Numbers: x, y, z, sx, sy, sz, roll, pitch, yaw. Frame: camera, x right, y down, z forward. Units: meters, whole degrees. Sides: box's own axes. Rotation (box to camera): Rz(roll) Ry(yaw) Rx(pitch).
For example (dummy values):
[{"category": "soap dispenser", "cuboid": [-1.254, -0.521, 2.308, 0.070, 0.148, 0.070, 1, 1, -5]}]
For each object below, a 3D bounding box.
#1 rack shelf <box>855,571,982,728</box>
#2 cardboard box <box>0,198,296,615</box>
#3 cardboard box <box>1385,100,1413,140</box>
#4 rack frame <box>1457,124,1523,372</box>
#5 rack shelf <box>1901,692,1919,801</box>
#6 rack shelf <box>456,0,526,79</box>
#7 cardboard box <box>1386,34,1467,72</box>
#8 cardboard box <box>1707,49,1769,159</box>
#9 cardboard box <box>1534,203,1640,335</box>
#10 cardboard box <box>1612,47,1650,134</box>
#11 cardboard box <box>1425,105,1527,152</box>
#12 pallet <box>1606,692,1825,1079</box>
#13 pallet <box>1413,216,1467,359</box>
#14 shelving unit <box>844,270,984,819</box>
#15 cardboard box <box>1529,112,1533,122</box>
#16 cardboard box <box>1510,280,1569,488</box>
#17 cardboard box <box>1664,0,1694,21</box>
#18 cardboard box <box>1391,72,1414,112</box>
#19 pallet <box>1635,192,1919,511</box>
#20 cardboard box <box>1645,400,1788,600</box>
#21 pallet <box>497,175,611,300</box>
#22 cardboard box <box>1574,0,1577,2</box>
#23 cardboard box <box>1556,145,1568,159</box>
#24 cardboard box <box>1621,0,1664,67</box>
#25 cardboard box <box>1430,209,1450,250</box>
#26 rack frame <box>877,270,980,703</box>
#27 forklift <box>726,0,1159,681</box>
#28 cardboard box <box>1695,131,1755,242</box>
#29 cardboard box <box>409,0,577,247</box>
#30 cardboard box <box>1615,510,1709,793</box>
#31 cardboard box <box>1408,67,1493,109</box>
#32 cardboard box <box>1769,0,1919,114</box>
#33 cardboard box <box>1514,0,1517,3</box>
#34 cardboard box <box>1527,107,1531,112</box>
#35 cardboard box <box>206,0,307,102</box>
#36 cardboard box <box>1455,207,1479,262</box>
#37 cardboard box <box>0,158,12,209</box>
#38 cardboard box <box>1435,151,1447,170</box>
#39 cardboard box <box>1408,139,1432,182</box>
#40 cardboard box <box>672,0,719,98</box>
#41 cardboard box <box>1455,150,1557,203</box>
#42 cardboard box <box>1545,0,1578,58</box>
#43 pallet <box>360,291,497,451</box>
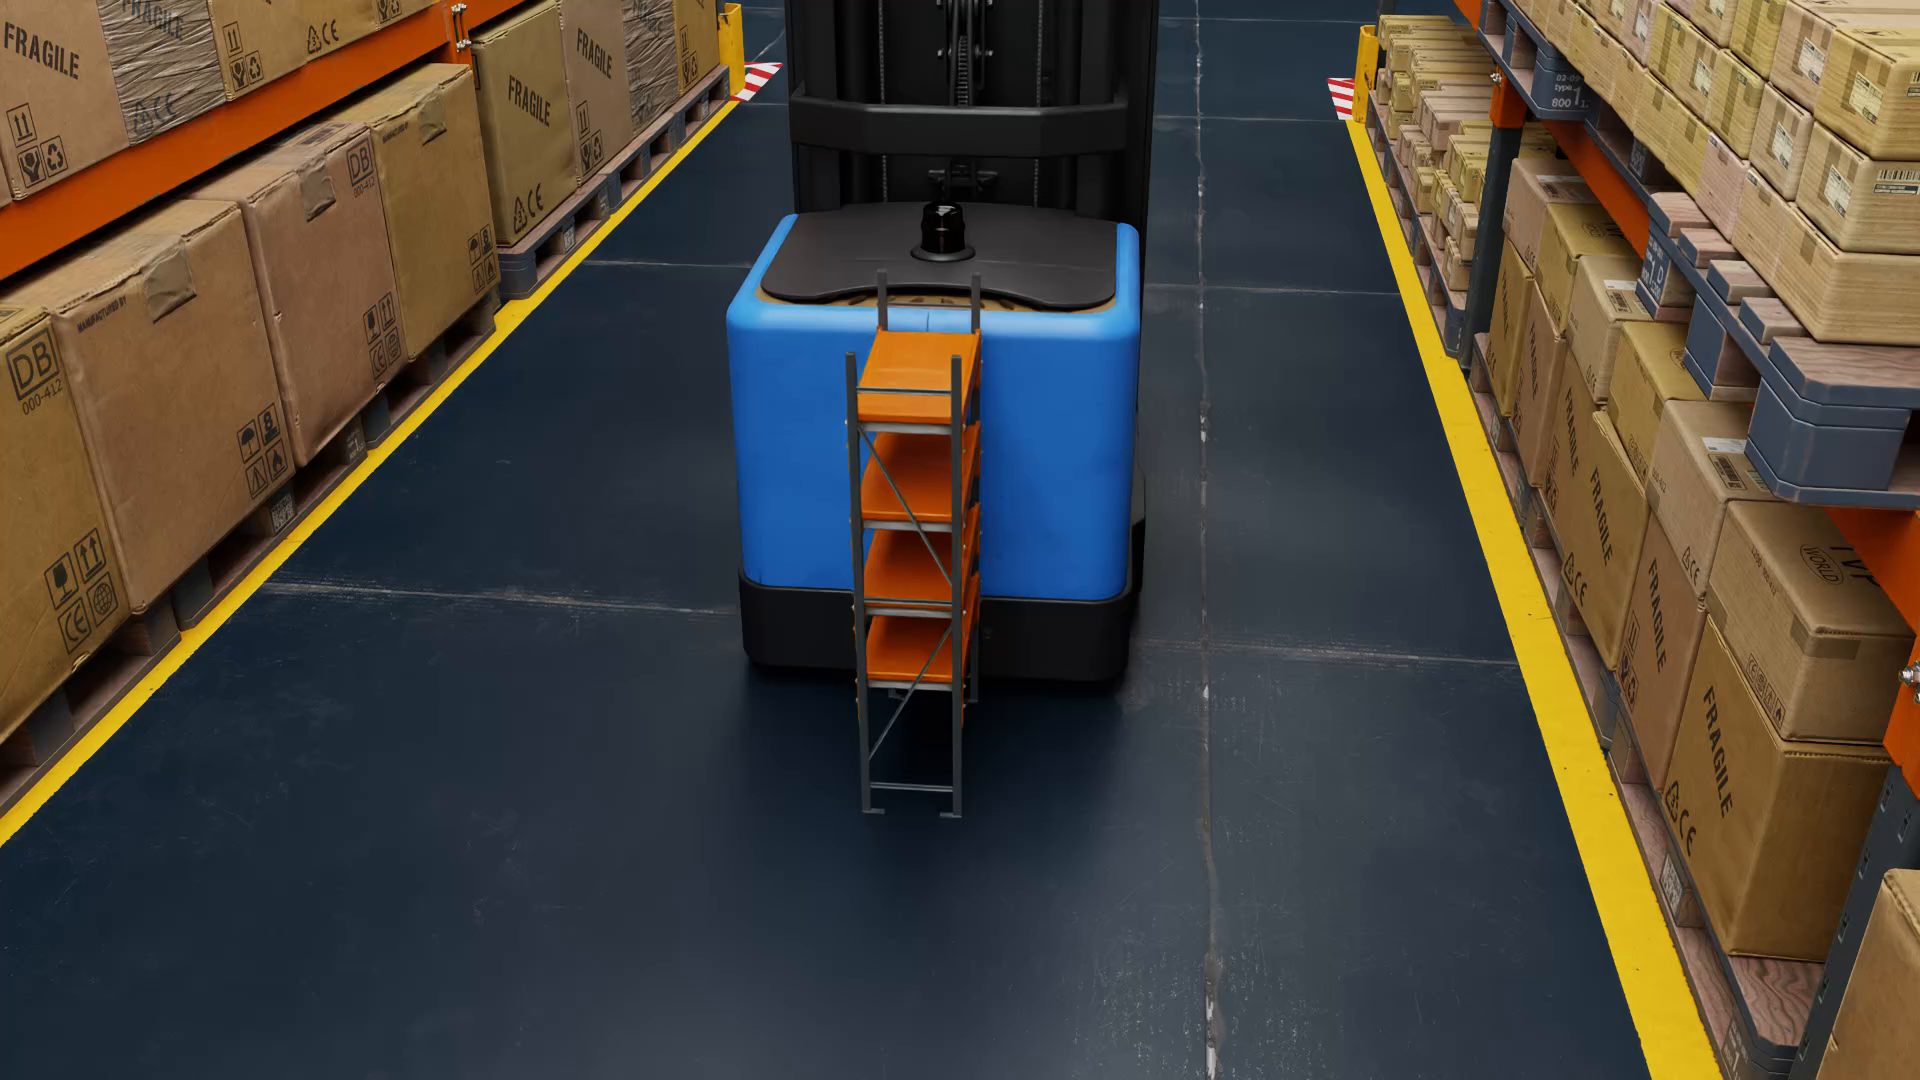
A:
[{"category": "rack shelf", "cuboid": [-0.094, 0.253, 4.066, 0.258, 0.148, 0.480, 2, 29, 5]}, {"category": "cardboard box", "cuboid": [-2.726, -0.420, 4.665, 1.225, 0.875, 0.875, 3, 29, 6]}, {"category": "cardboard box", "cuboid": [2.446, -2.200, 8.735, 0.380, 0.149, 0.250, 4, 29, 7]}, {"category": "rack frame", "cuboid": [2.452, -1.975, 5.753, 1.000, 3.000, 0.127, 3, 28, 6]}, {"category": "rack shelf", "cuboid": [1.717, 1.166, 0.681, 1.077, 0.370, 4.000, 3, 28, 6]}, {"category": "rack shelf", "cuboid": [-2.213, -2.935, 8.295, 1.077, 0.370, 4.000, 3, 28, 6]}, {"category": "cardboard box", "cuboid": [2.468, -2.575, 8.802, 0.380, 0.149, 0.250, 3, 28, 6]}, {"category": "cardboard box", "cuboid": [1.631, -0.806, 3.092, 0.380, 0.149, 0.250, 4, 29, 7]}, {"category": "cardboard box", "cuboid": [2.037, -0.806, 4.986, 0.500, 0.250, 0.500, 4, 29, 8]}, {"category": "cardboard box", "cuboid": [1.729, -1.029, 3.819, 0.380, 0.149, 0.250, 4, 29, 8]}, {"category": "cardboard box", "cuboid": [2.303, -1.840, 7.438, 0.380, 0.149, 0.250, 2, 28, 4]}, {"category": "pallet", "cuboid": [2.059, 0.768, 3.602, 1.003, 0.211, 1.213, 3, 28, 6]}, {"category": "pallet", "cuboid": [2.499, -1.066, 7.005, 1.003, 0.211, 1.213, 3, 28, 6]}, {"category": "shelving unit", "cuboid": [-0.094, 0.021, 3.936, 0.258, 1.200, 0.503, 2, 29, 5]}, {"category": "cardboard box", "cuboid": [2.998, -2.045, 8.132, 0.380, 0.149, 0.250, 5, 29, 9]}, {"category": "cardboard box", "cuboid": [2.035, -0.478, 5.167, 0.500, 0.500, 0.500, 5, 29, 8]}, {"category": "cardboard box", "cuboid": [1.697, -1.166, 3.447, 0.380, 0.149, 0.250, 3, 28, 6]}, {"category": "cardboard box", "cuboid": [2.452, -2.326, 8.655, 0.380, 0.149, 0.250, 4, 29, 8]}, {"category": "pallet", "cuboid": [1.944, -0.349, 2.938, 1.213, 0.211, 1.003, 3, 28, 6]}, {"category": "cardboard box", "cuboid": [1.837, -0.082, 3.642, 0.500, 0.250, 0.500, 4, 29, 7]}, {"category": "pallet", "cuboid": [-2.287, -1.437, 7.694, 1.003, 0.211, 1.213, 3, 28, 6]}, {"category": "cardboard box", "cuboid": [1.824, -1.528, 4.433, 0.380, 0.149, 0.250, 4, 29, 8]}, {"category": "cardboard box", "cuboid": [2.784, -1.689, 7.158, 0.380, 0.149, 0.250, 3, 28, 5]}, {"category": "cardboard box", "cuboid": [1.727, -1.164, 3.756, 0.380, 0.149, 0.250, 4, 29, 7]}, {"category": "cardboard box", "cuboid": [2.245, -1.355, 7.165, 0.380, 0.149, 0.250, 2, 28, 5]}, {"category": "rack frame", "cuboid": [-0.072, -0.098, 4.148, 0.240, 1.200, 0.015, 2, 29, 5]}, {"category": "forklift", "cuboid": [0.056, -1.586, 5.104, 1.130, 2.935, 3.031, 2, 28, 5]}, {"category": "cardboard box", "cuboid": [1.630, -0.663, 3.140, 0.380, 0.149, 0.250, 4, 29, 7]}, {"category": "cardboard box", "cuboid": [-2.298, -1.866, 7.349, 0.875, 0.875, 0.875, 3, 28, 6]}, {"category": "cardboard box", "cuboid": [1.851, 0.254, 3.808, 0.500, 0.500, 0.500, 4, 29, 8]}, {"category": "cardboard box", "cuboid": [2.399, -2.202, 8.110, 0.380, 0.149, 0.250, 4, 29, 7]}, {"category": "cardboard box", "cuboid": [1.600, -0.804, 2.774, 0.380, 0.149, 0.250, 3, 28, 6]}, {"category": "cardboard box", "cuboid": [1.919, -1.760, 5.176, 0.380, 0.149, 0.250, 4, 29, 7]}, {"category": "cardboard box", "cuboid": [2.921, -2.176, 8.062, 0.380, 0.149, 0.250, 2, 28, 4]}, {"category": "cardboard box", "cuboid": [-2.369, -1.640, 5.026, 0.500, 0.500, 0.500, 3, 28, 6]}, {"category": "cardboard box", "cuboid": [2.175, -1.202, 6.569, 0.380, 0.149, 0.250, 4, 29, 7]}, {"category": "cardboard box", "cuboid": [-2.558, -0.928, 3.704, 0.500, 0.500, 0.500, 3, 28, 5]}, {"category": "cardboard box", "cuboid": [2.351, -1.691, 7.476, 0.380, 0.149, 0.250, 4, 29, 7]}, {"category": "cardboard box", "cuboid": [2.384, -1.831, 8.048, 0.380, 0.149, 0.250, 3, 28, 6]}, {"category": "cardboard box", "cuboid": [-1.967, -3.137, 9.708, 0.875, 0.875, 0.875, 3, 28, 6]}, {"category": "cardboard box", "cuboid": [2.229, -1.472, 6.755, 0.380, 0.149, 0.250, 4, 29, 7]}, {"category": "cardboard box", "cuboid": [1.822, -1.404, 4.516, 0.380, 0.149, 0.250, 2, 28, 4]}, {"category": "pallet", "cuboid": [-2.478, -0.716, 6.356, 1.003, 0.211, 1.213, 3, 28, 6]}]
